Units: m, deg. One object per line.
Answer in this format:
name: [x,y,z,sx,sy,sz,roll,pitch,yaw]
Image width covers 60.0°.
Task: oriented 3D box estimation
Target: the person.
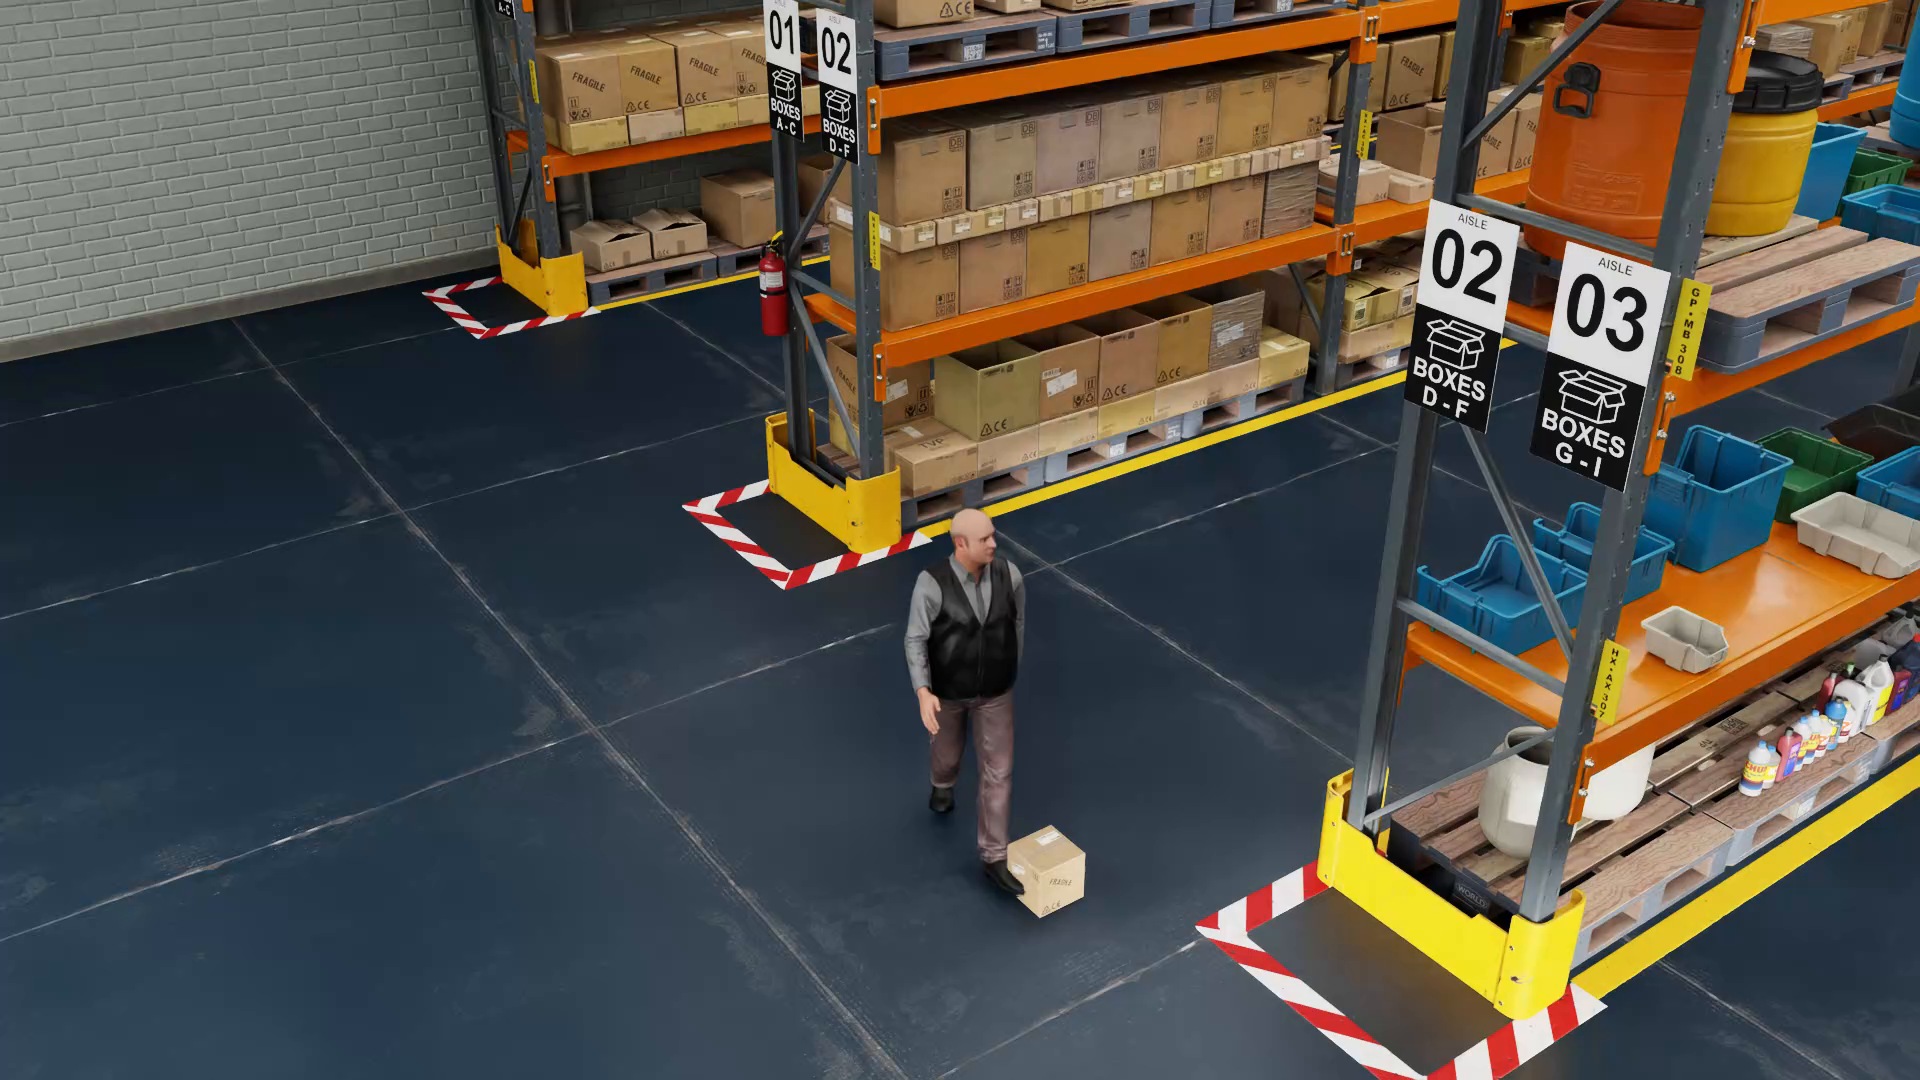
person: [0.062,0.730,7.424,0.594,1.585,0.942,-8,29,-14]
